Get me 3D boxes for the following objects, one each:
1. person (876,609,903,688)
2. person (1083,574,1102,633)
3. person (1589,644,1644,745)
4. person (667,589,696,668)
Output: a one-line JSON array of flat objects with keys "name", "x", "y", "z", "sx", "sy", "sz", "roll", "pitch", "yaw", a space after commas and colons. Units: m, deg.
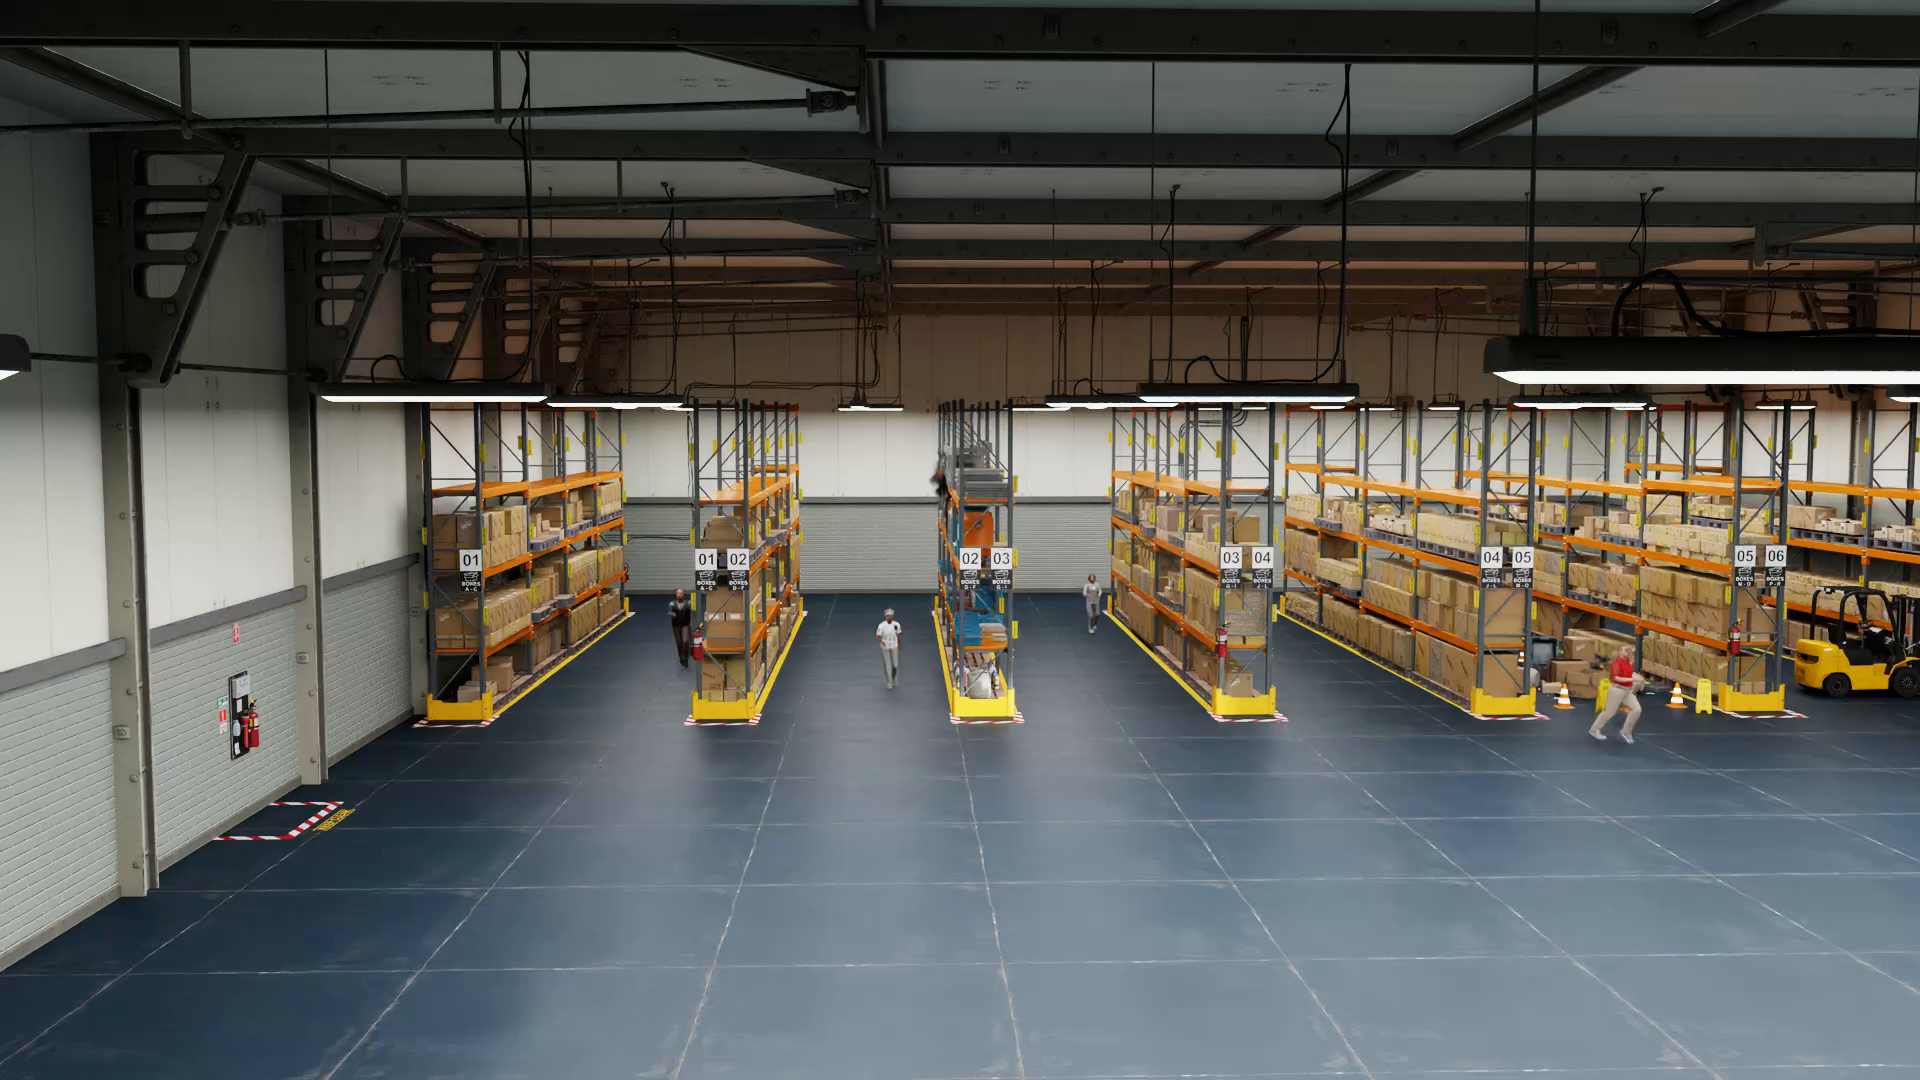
[{"name": "person", "x": -1.461, "y": 2.260, "z": 34.593, "sx": 0.576, "sy": 1.662, "sz": 0.580, "roll": 0, "pitch": 4, "yaw": -6}, {"name": "person", "x": 3.459, "y": 1.653, "z": 43.166, "sx": 0.521, "sy": 1.561, "sz": 0.568, "roll": -1, "pitch": 4, "yaw": -7}, {"name": "person", "x": 11.448, "y": 2.682, "z": 28.874, "sx": 0.675, "sy": 1.774, "sz": 0.910, "roll": -4, "pitch": 6, "yaw": -42}, {"name": "person", "x": -6.335, "y": 2.005, "z": 37.783, "sx": 0.638, "sy": 1.784, "sz": 0.777, "roll": 0, "pitch": 4, "yaw": -1}]
